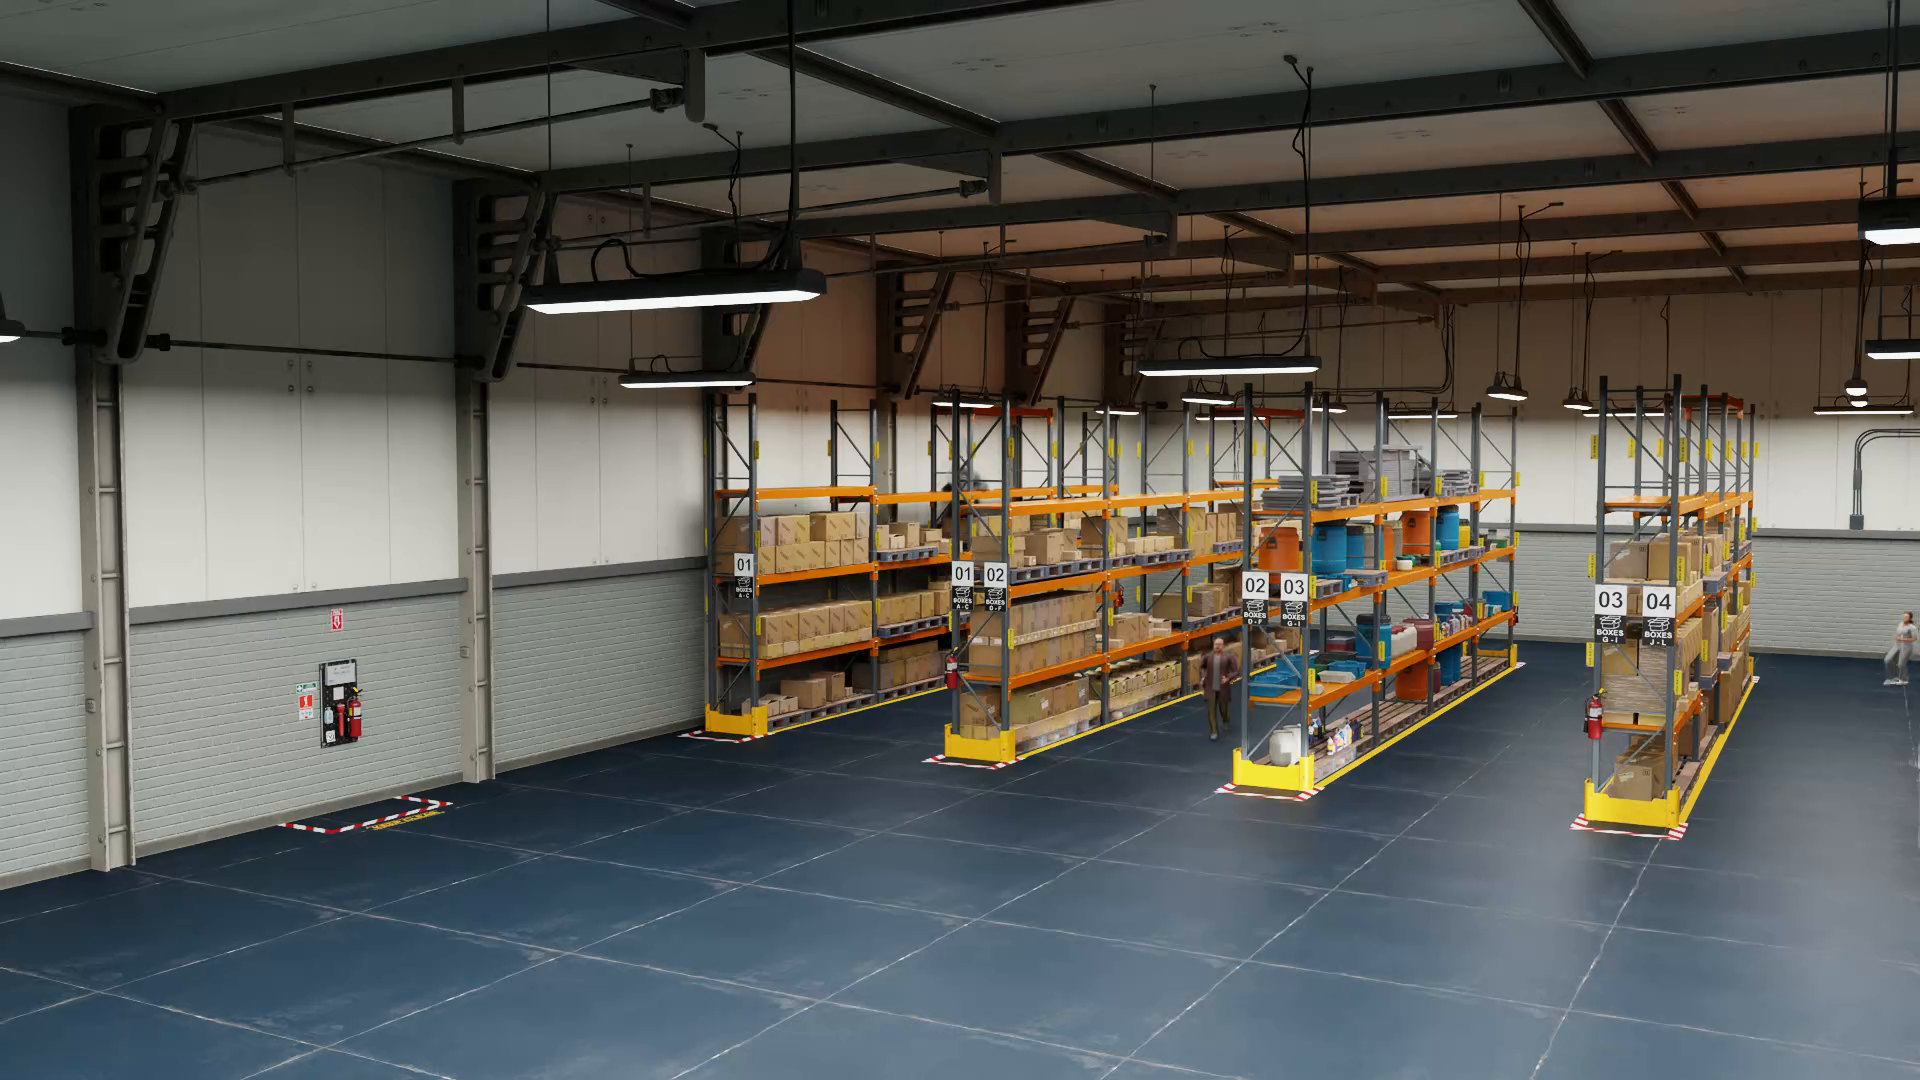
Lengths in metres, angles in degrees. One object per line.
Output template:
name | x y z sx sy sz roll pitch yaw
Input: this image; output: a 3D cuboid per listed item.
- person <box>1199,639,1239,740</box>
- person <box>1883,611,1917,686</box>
person | 4.472 2.574 28.863 0.715 1.733 0.813 1 3 19
person | 19.924 2.353 35.136 0.665 1.541 0.696 -1 3 -20
